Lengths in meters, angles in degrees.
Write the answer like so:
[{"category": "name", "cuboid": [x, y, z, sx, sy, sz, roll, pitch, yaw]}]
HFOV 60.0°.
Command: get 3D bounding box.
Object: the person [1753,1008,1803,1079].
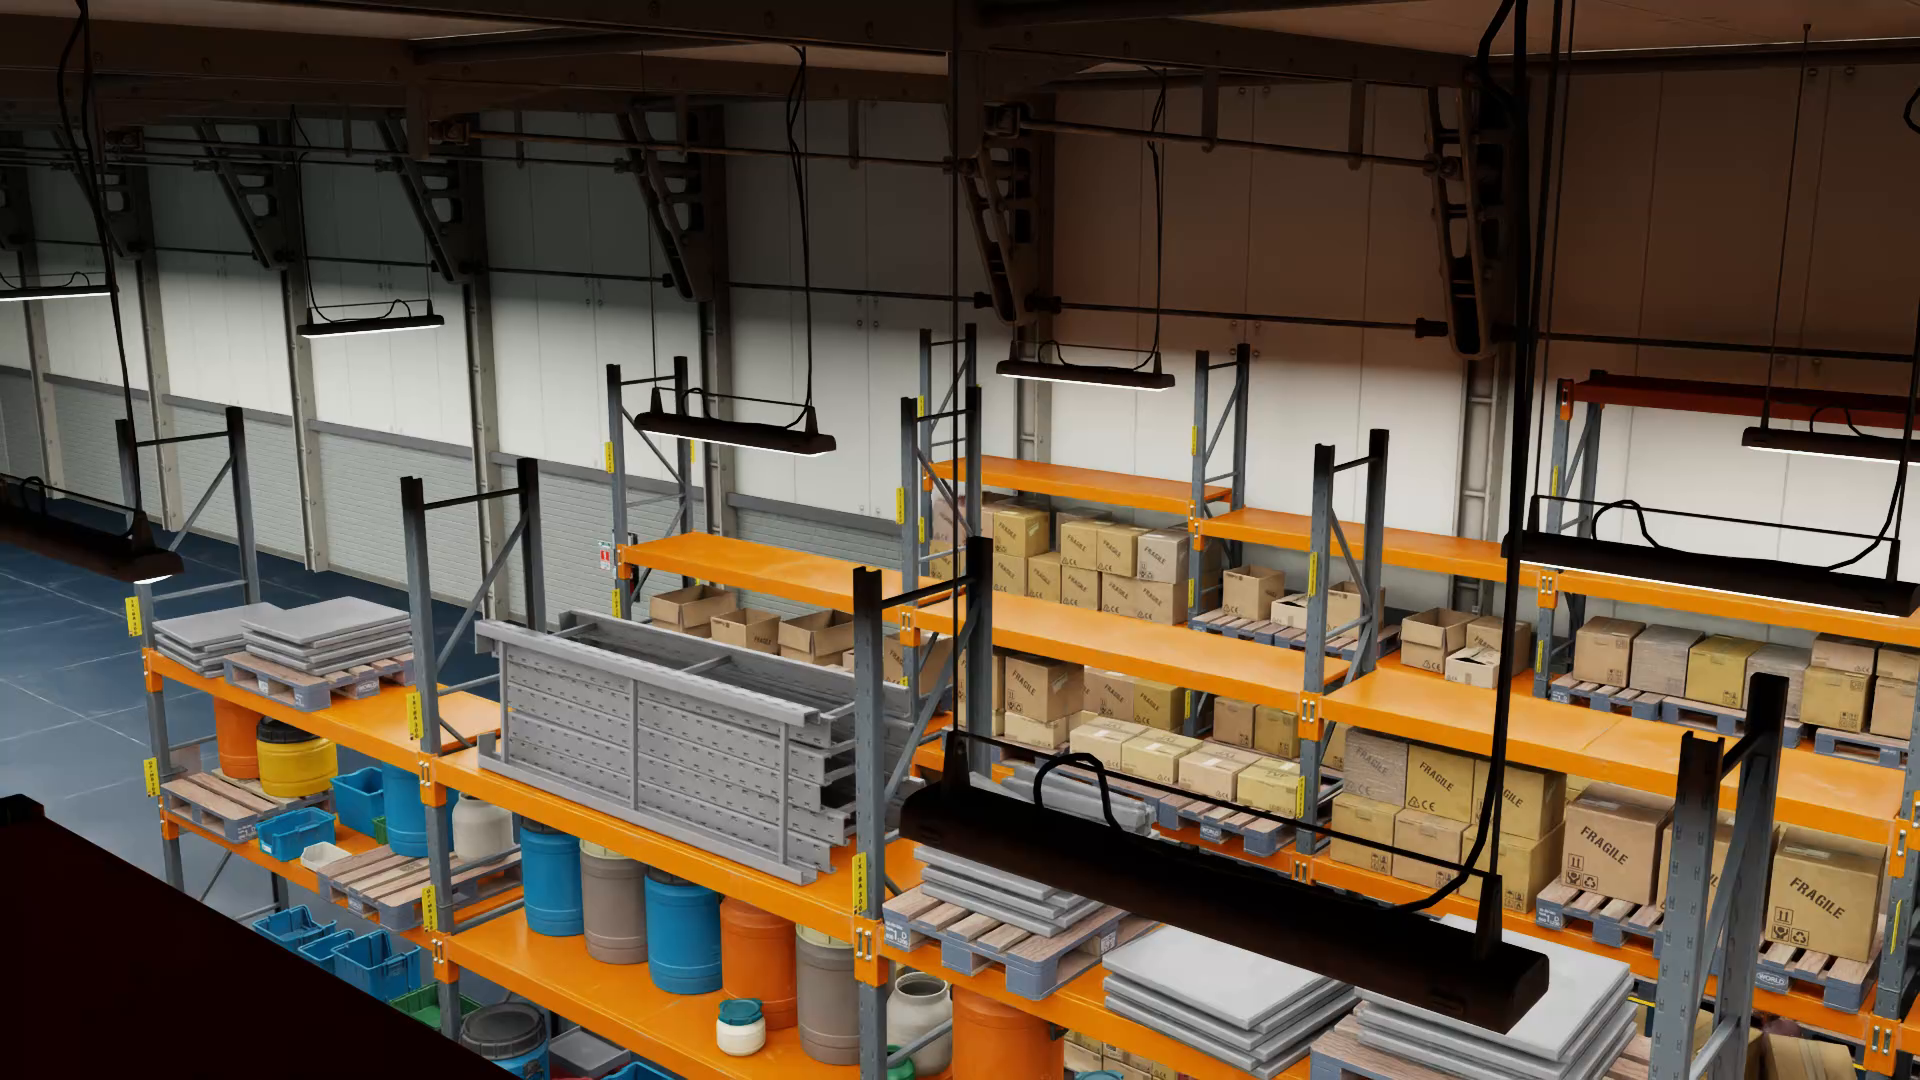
[{"category": "person", "cuboid": [6.441, 4.394, 12.997, 0.745, 1.684, 0.654, -11, 17, -41]}]
